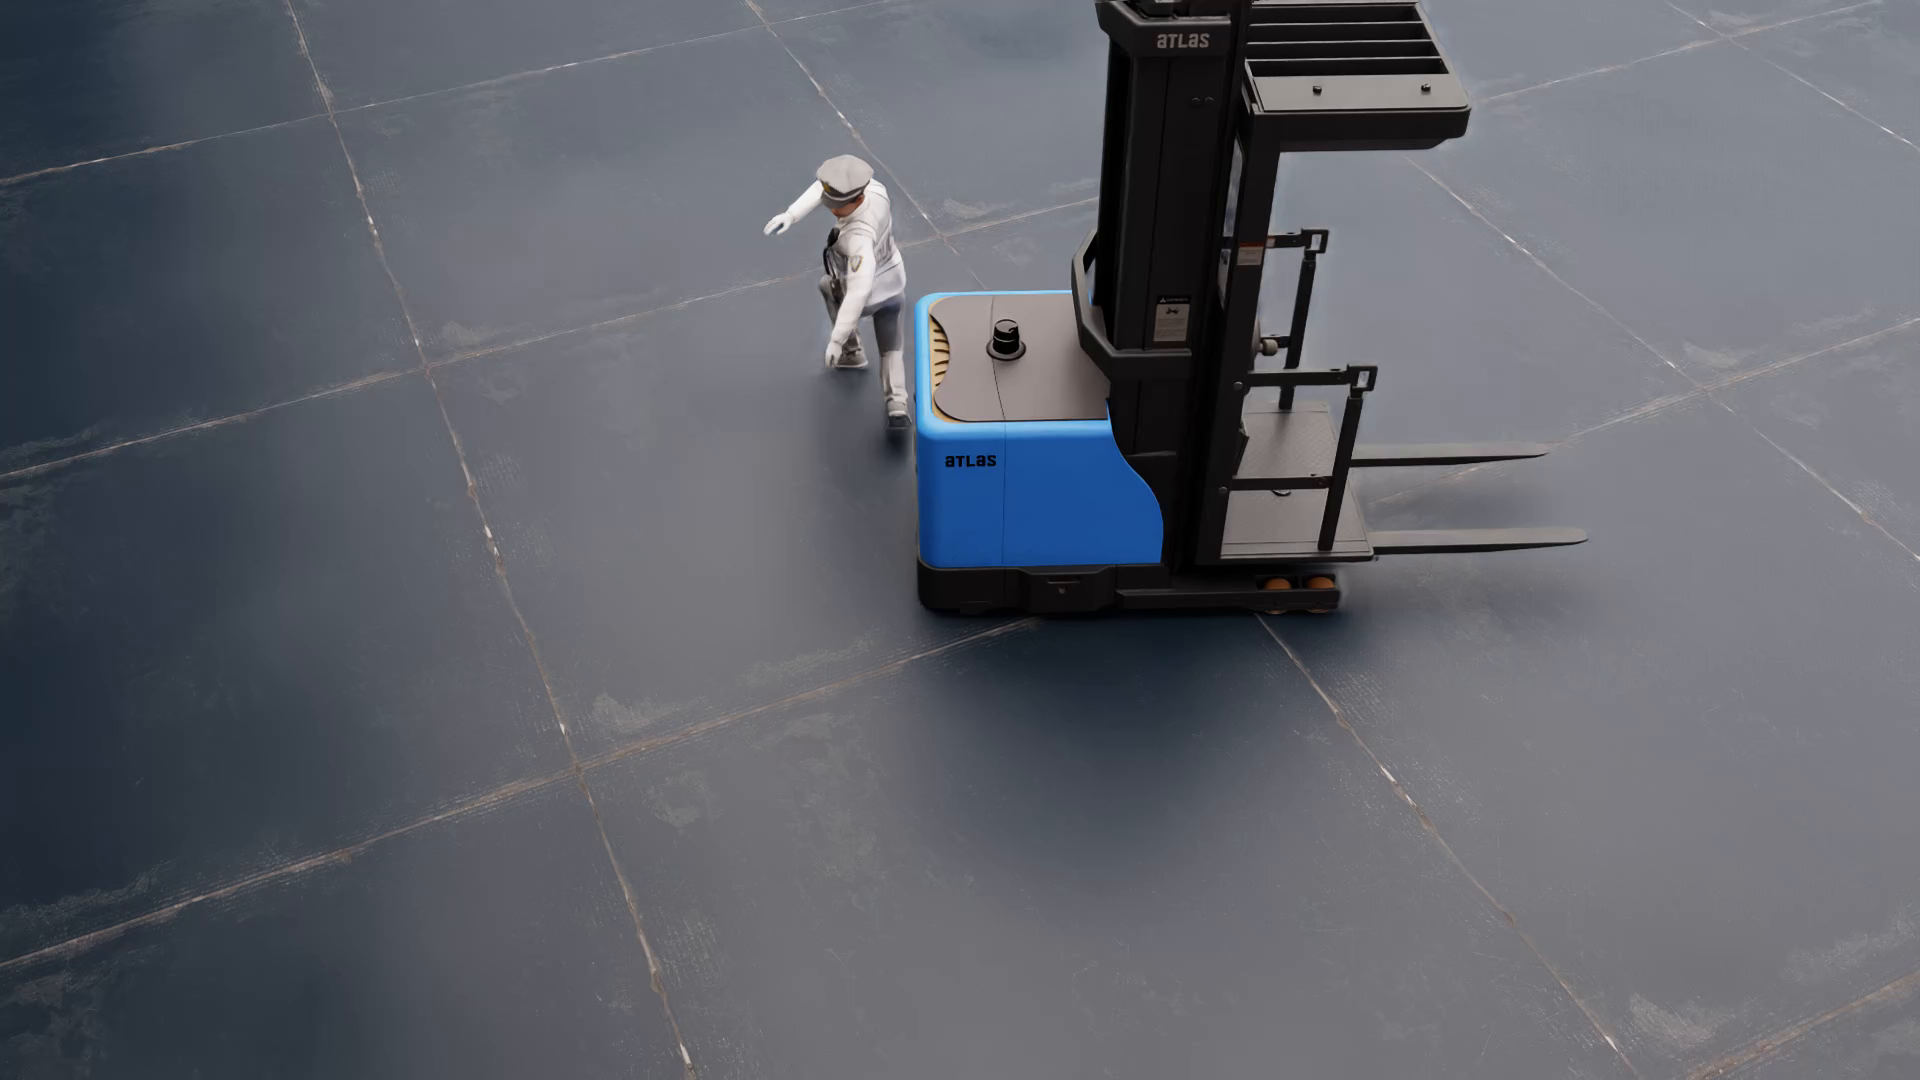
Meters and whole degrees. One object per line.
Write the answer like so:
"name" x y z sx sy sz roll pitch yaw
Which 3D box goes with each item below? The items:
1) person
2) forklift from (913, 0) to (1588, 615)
"person" -0.543 -1.188 8.126 0.670 1.430 0.918 -27 49 -26
"forklift" 1.311 -1.102 6.861 3.031 2.935 1.130 -1 43 -1
